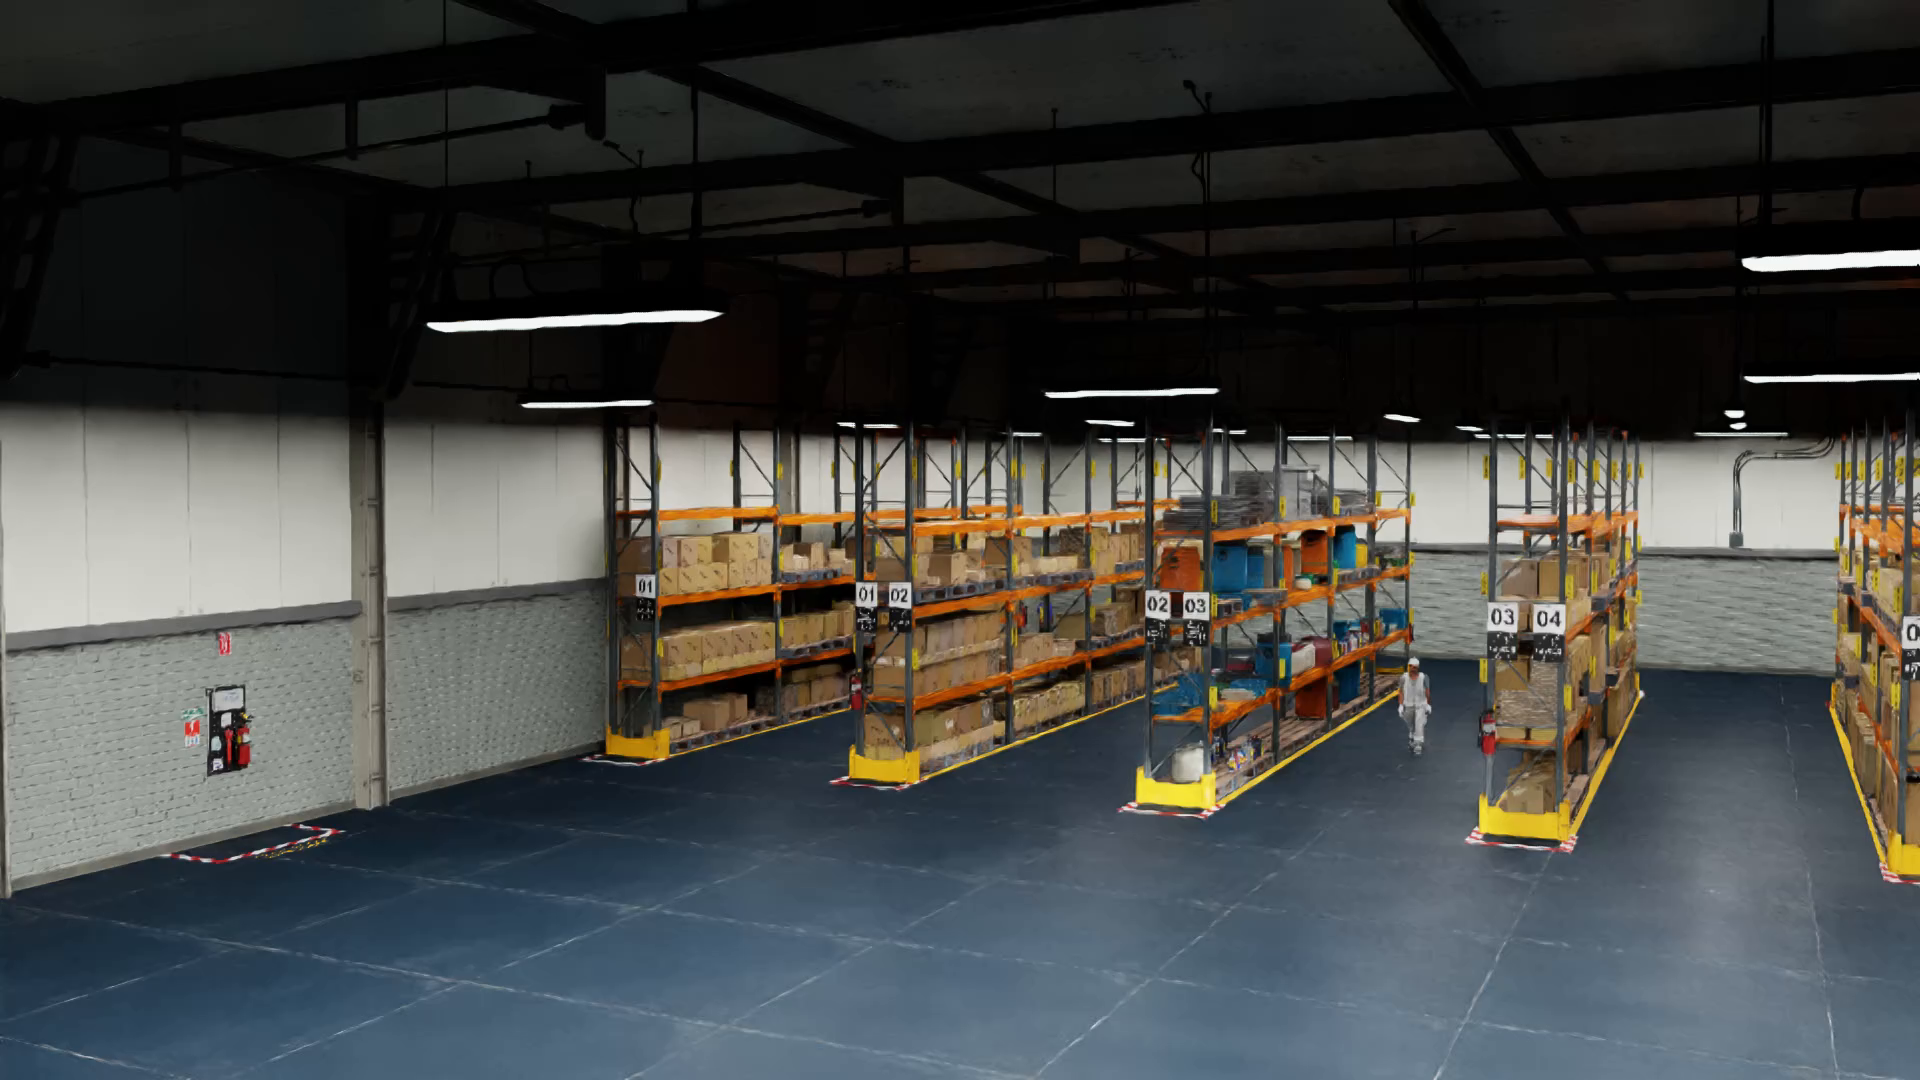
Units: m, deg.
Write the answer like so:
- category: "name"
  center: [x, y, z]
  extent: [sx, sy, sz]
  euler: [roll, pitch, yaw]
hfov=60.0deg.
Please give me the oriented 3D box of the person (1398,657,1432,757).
- category: "person"
  center: [7.960, 2.899, 29.172]
  extent: [0.557, 1.704, 1.114]
  euler: [1, 3, 24]

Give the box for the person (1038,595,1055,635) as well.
- category: "person"
  center: [2.382, 2.272, 45.280]
  extent: [0.697, 1.634, 0.560]
  euler: [-1, 3, -26]
